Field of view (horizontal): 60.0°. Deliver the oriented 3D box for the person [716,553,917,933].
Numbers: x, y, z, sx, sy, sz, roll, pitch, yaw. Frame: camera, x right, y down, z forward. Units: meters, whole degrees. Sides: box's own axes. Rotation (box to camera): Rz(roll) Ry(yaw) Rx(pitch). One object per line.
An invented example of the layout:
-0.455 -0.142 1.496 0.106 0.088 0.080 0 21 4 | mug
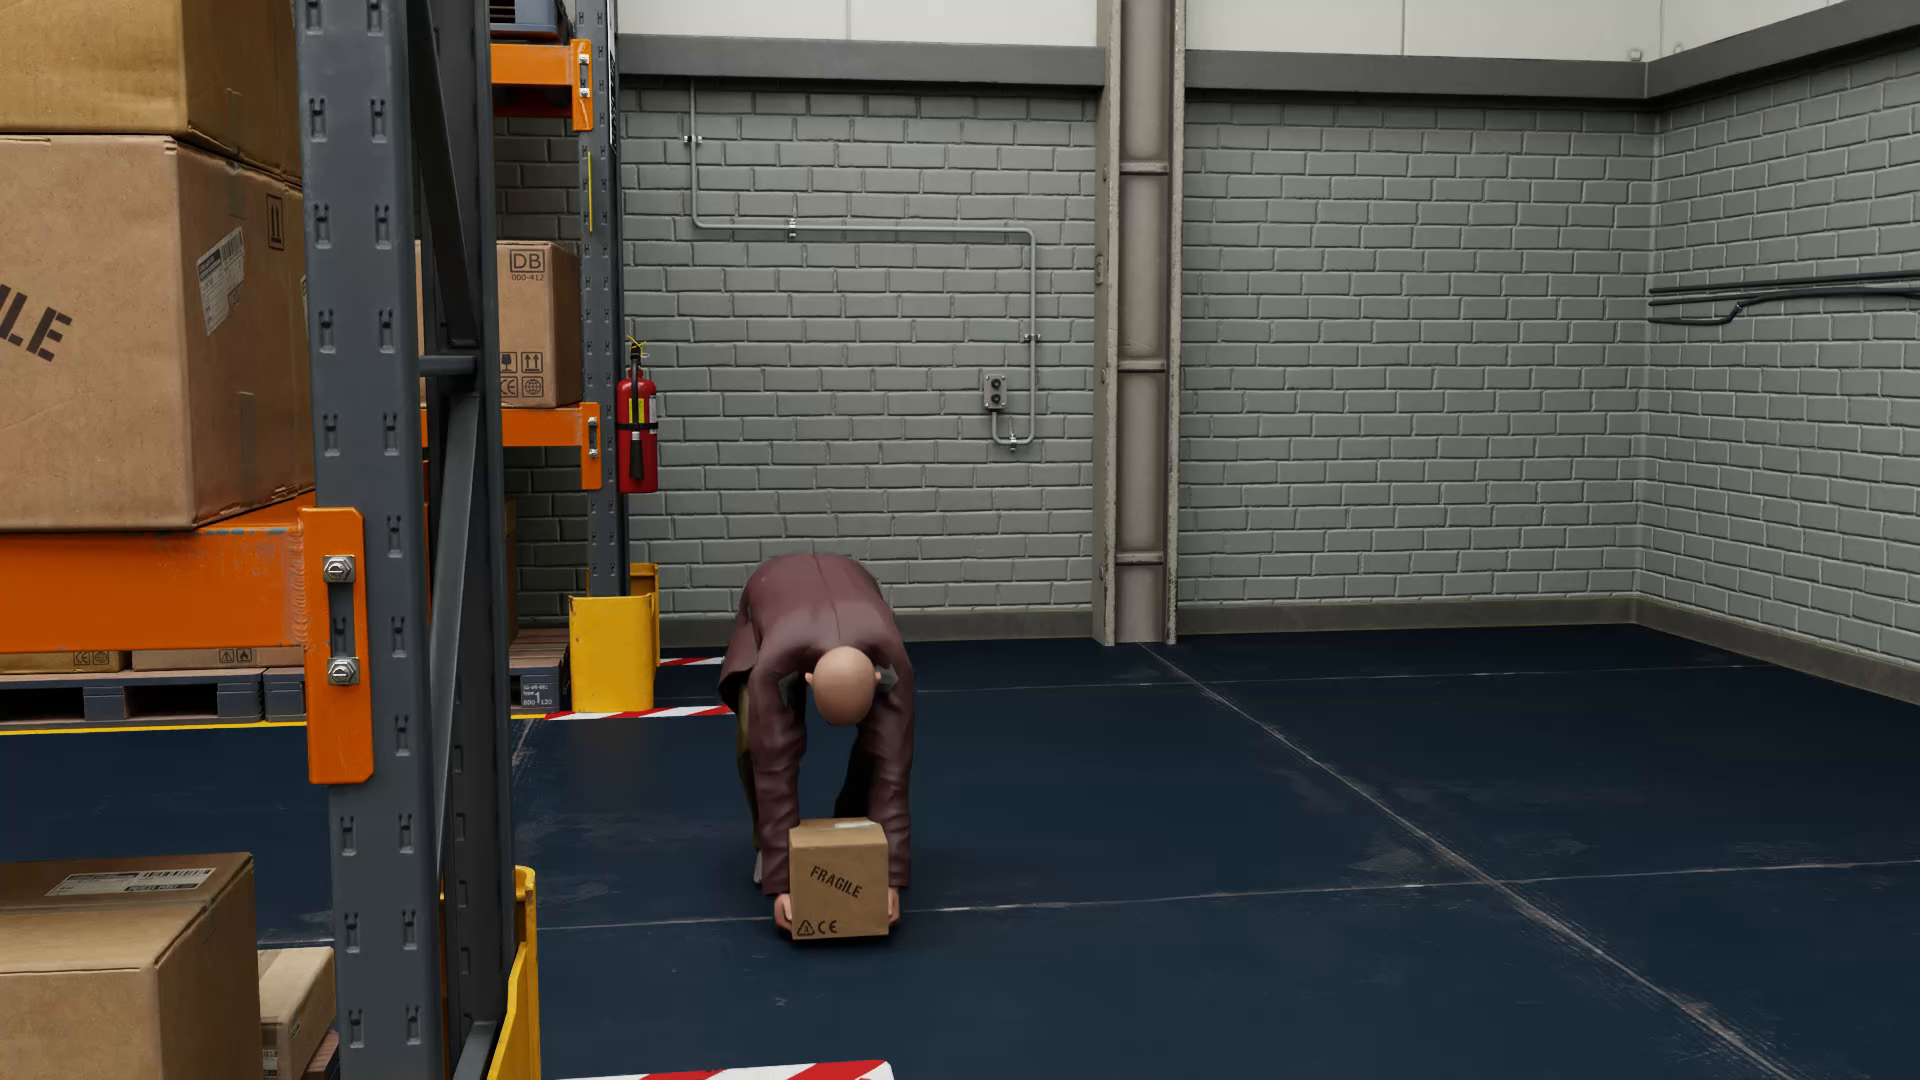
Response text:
-0.388 0.530 4.721 0.586 0.952 0.945 -1 6 -11 | person
